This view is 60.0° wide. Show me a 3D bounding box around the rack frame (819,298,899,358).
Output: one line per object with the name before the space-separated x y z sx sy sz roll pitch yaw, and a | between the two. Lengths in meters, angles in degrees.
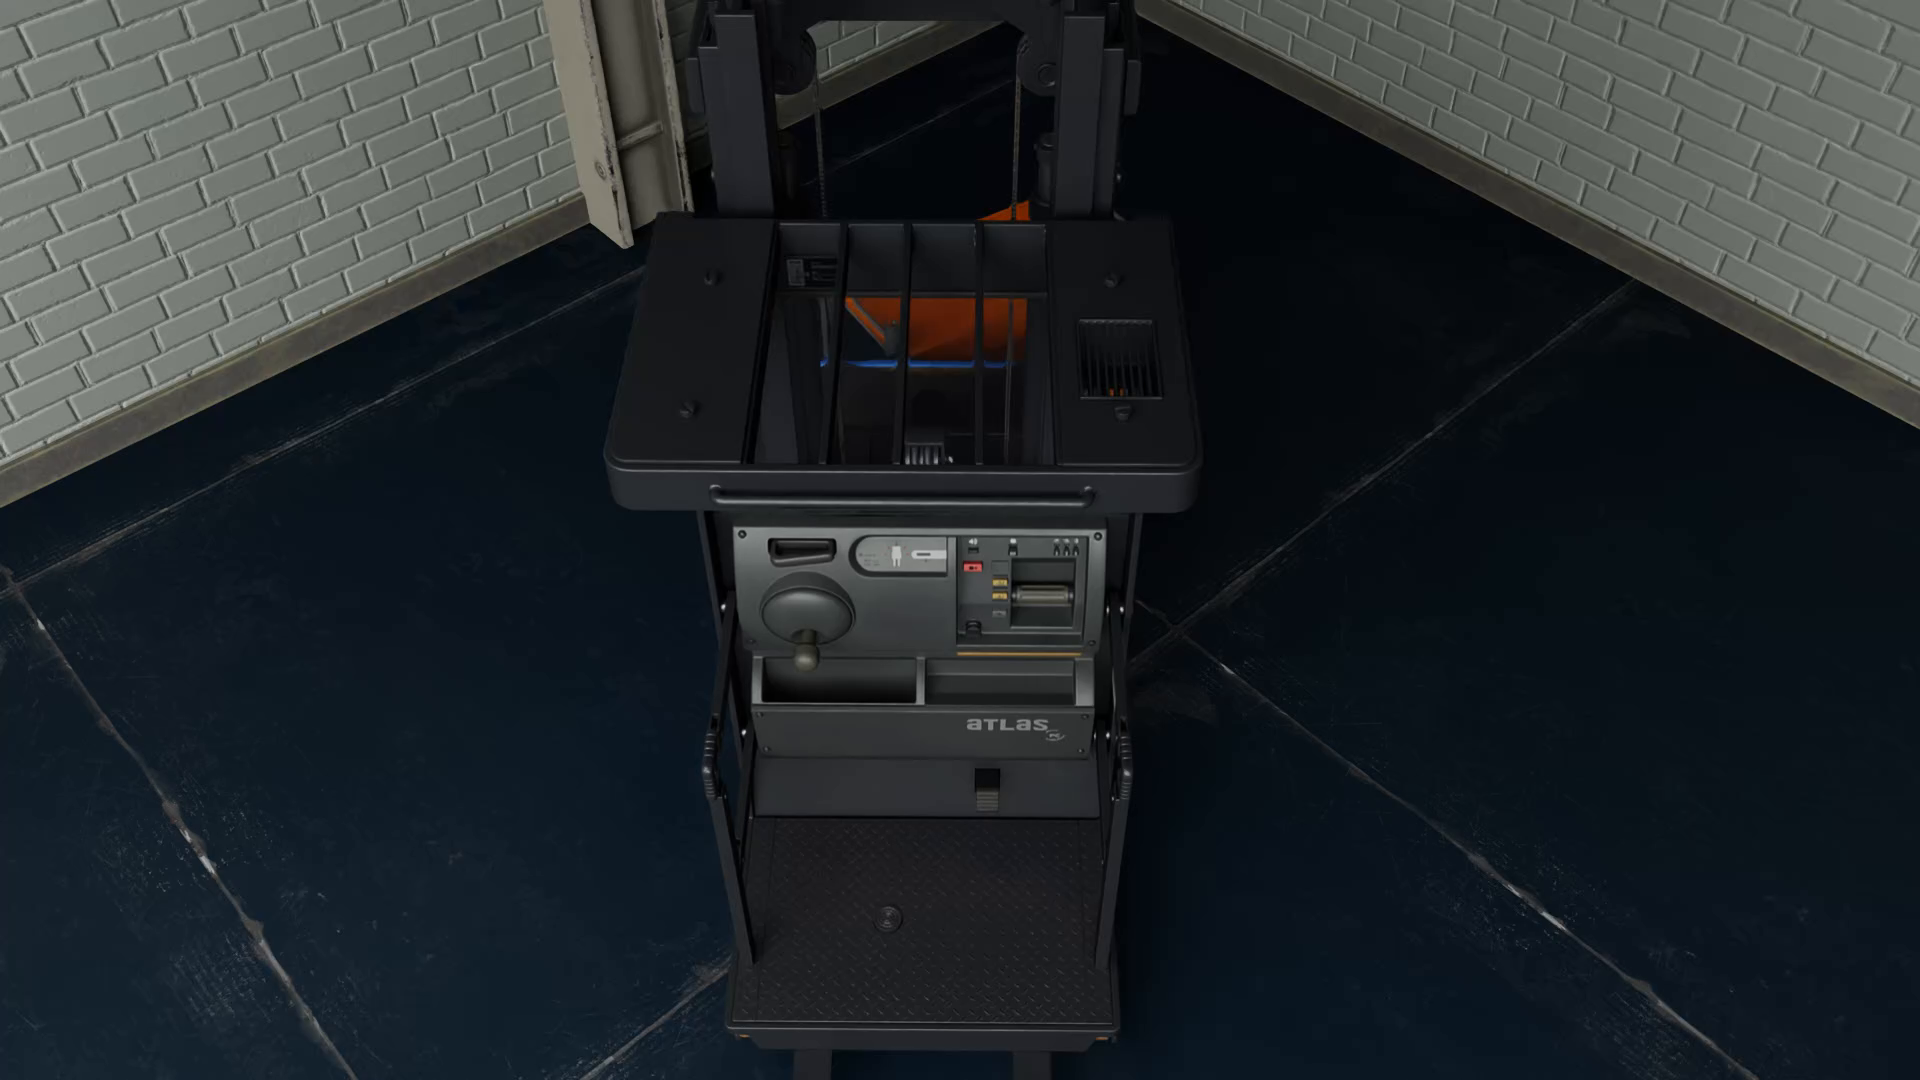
rack frame | -0.344 -0.464 5.912 0.032 1.125 0.500 -25 52 -21

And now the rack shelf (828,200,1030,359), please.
rack shelf | 0.084 -0.864 5.883 1.000 0.278 0.538 -25 52 -21

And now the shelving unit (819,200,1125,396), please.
shelving unit | 0.084 -0.665 6.098 1.048 1.125 0.538 -25 52 -21

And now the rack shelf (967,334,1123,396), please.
rack shelf | 0.084 -0.499 6.278 1.000 0.278 0.538 -25 52 -21

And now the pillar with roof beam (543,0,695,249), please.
pillar with roof beam | 1.436 -2.195 2.152 0.400 9.000 9.100 -34 56 -27

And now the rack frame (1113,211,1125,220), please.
rack frame | 0.512 -0.867 6.284 0.032 1.125 0.500 -25 52 -21

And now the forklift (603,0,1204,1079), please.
forklift | -0.099 0.234 4.040 1.130 2.935 3.031 0 47 0
